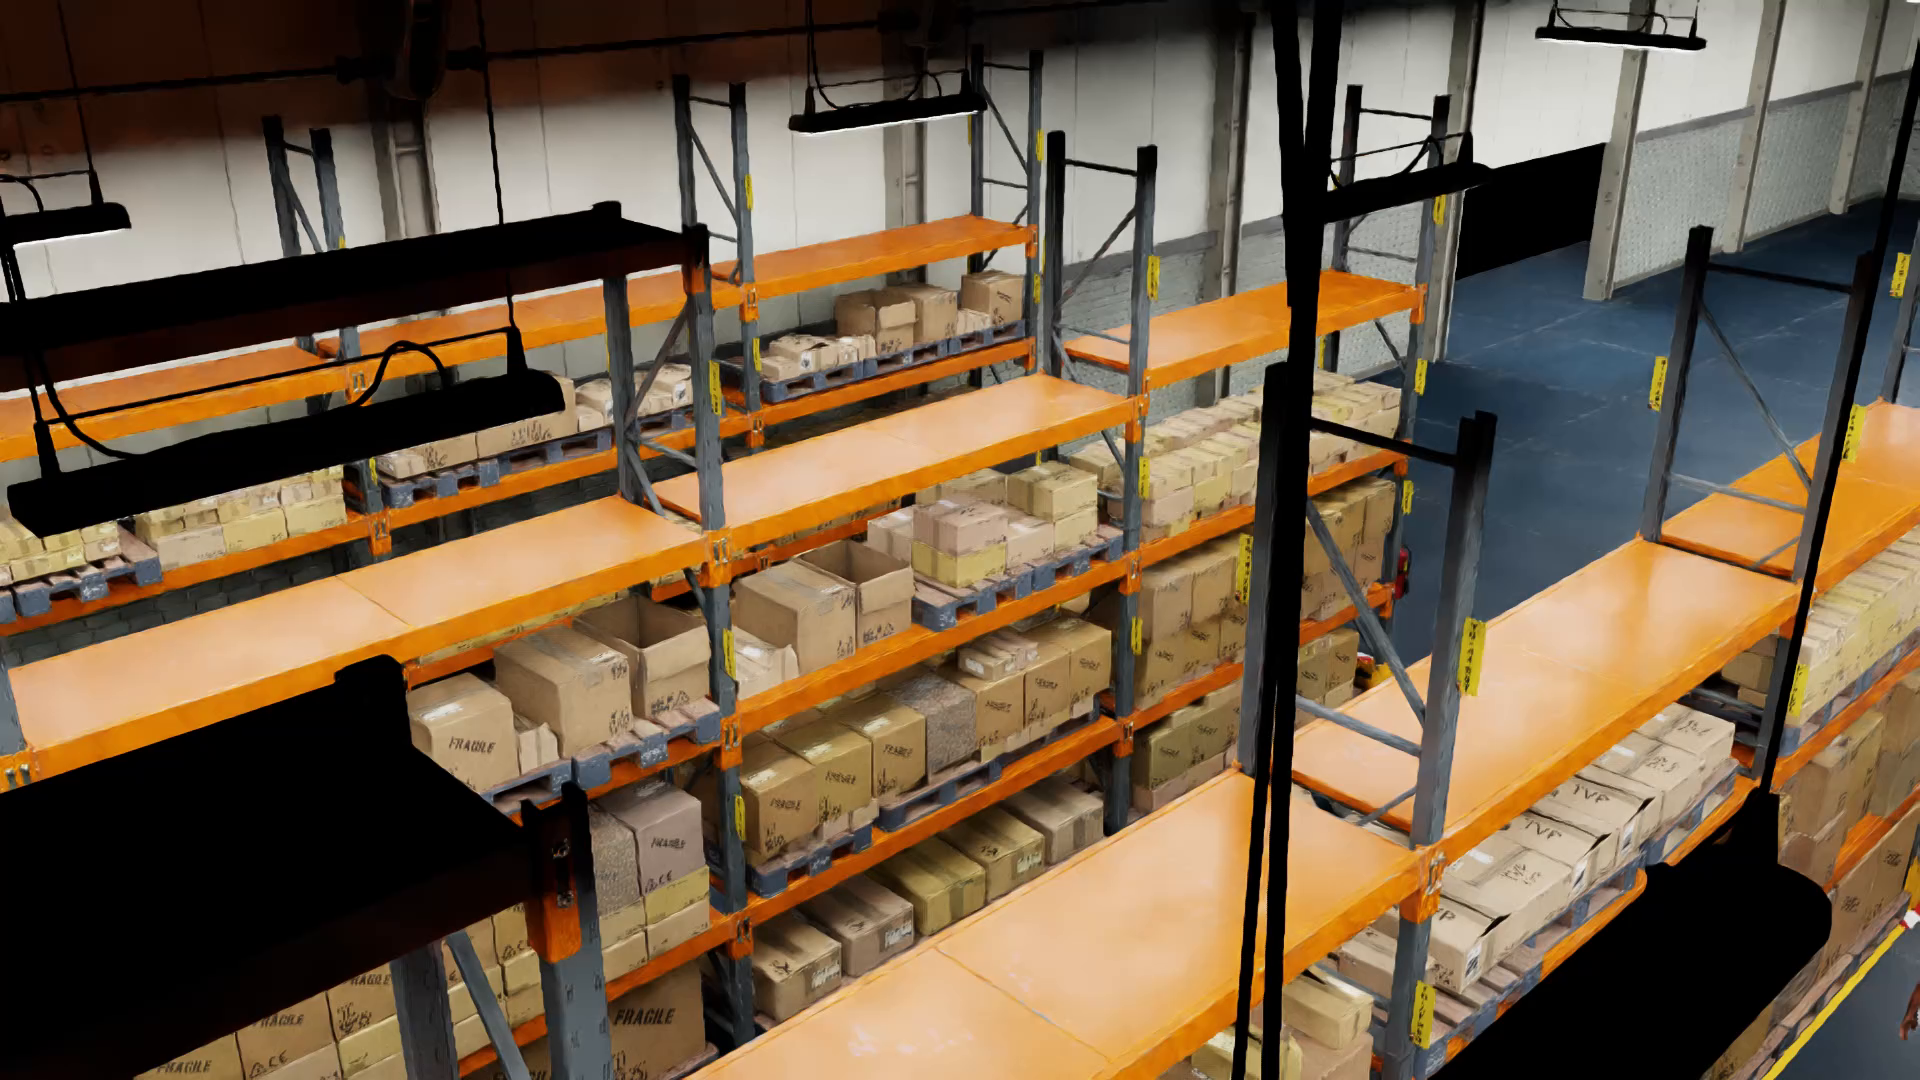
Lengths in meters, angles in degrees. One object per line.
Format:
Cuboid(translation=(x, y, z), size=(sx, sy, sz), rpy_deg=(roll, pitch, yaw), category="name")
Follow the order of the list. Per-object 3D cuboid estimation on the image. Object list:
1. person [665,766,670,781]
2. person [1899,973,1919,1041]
Cuboid(translation=(-2.458, 1.846, 14.188), size=(0.598, 1.659, 0.554), rpy_deg=(-6, 23, -13), category="person")
Cuboid(translation=(6.581, 3.174, 10.924), size=(1.106, 1.689, 0.579), rpy_deg=(-18, 28, -36), category="person")
